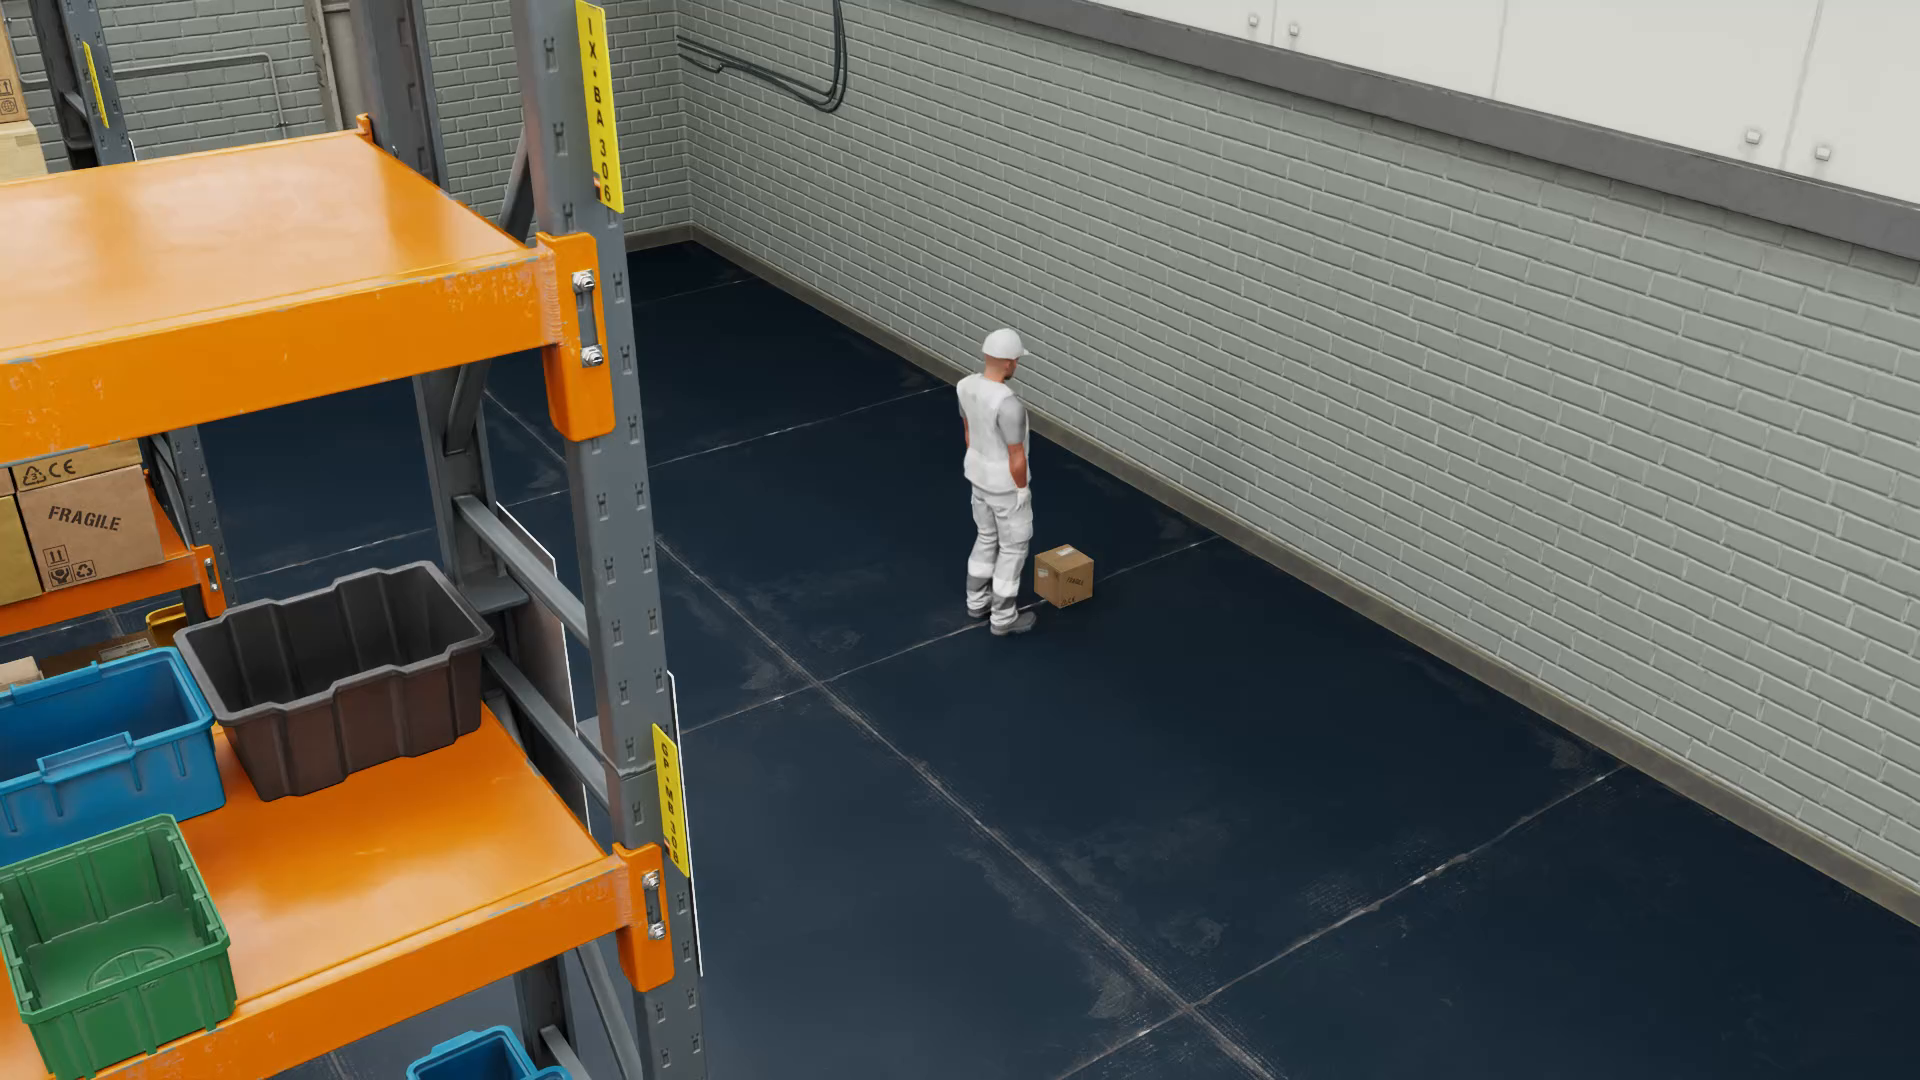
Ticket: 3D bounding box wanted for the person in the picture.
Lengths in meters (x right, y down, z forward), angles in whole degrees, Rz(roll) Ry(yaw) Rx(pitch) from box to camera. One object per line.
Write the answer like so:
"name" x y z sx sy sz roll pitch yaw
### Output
"person" 0.215 -0.333 9.287 0.364 1.776 0.529 -18 33 -30
